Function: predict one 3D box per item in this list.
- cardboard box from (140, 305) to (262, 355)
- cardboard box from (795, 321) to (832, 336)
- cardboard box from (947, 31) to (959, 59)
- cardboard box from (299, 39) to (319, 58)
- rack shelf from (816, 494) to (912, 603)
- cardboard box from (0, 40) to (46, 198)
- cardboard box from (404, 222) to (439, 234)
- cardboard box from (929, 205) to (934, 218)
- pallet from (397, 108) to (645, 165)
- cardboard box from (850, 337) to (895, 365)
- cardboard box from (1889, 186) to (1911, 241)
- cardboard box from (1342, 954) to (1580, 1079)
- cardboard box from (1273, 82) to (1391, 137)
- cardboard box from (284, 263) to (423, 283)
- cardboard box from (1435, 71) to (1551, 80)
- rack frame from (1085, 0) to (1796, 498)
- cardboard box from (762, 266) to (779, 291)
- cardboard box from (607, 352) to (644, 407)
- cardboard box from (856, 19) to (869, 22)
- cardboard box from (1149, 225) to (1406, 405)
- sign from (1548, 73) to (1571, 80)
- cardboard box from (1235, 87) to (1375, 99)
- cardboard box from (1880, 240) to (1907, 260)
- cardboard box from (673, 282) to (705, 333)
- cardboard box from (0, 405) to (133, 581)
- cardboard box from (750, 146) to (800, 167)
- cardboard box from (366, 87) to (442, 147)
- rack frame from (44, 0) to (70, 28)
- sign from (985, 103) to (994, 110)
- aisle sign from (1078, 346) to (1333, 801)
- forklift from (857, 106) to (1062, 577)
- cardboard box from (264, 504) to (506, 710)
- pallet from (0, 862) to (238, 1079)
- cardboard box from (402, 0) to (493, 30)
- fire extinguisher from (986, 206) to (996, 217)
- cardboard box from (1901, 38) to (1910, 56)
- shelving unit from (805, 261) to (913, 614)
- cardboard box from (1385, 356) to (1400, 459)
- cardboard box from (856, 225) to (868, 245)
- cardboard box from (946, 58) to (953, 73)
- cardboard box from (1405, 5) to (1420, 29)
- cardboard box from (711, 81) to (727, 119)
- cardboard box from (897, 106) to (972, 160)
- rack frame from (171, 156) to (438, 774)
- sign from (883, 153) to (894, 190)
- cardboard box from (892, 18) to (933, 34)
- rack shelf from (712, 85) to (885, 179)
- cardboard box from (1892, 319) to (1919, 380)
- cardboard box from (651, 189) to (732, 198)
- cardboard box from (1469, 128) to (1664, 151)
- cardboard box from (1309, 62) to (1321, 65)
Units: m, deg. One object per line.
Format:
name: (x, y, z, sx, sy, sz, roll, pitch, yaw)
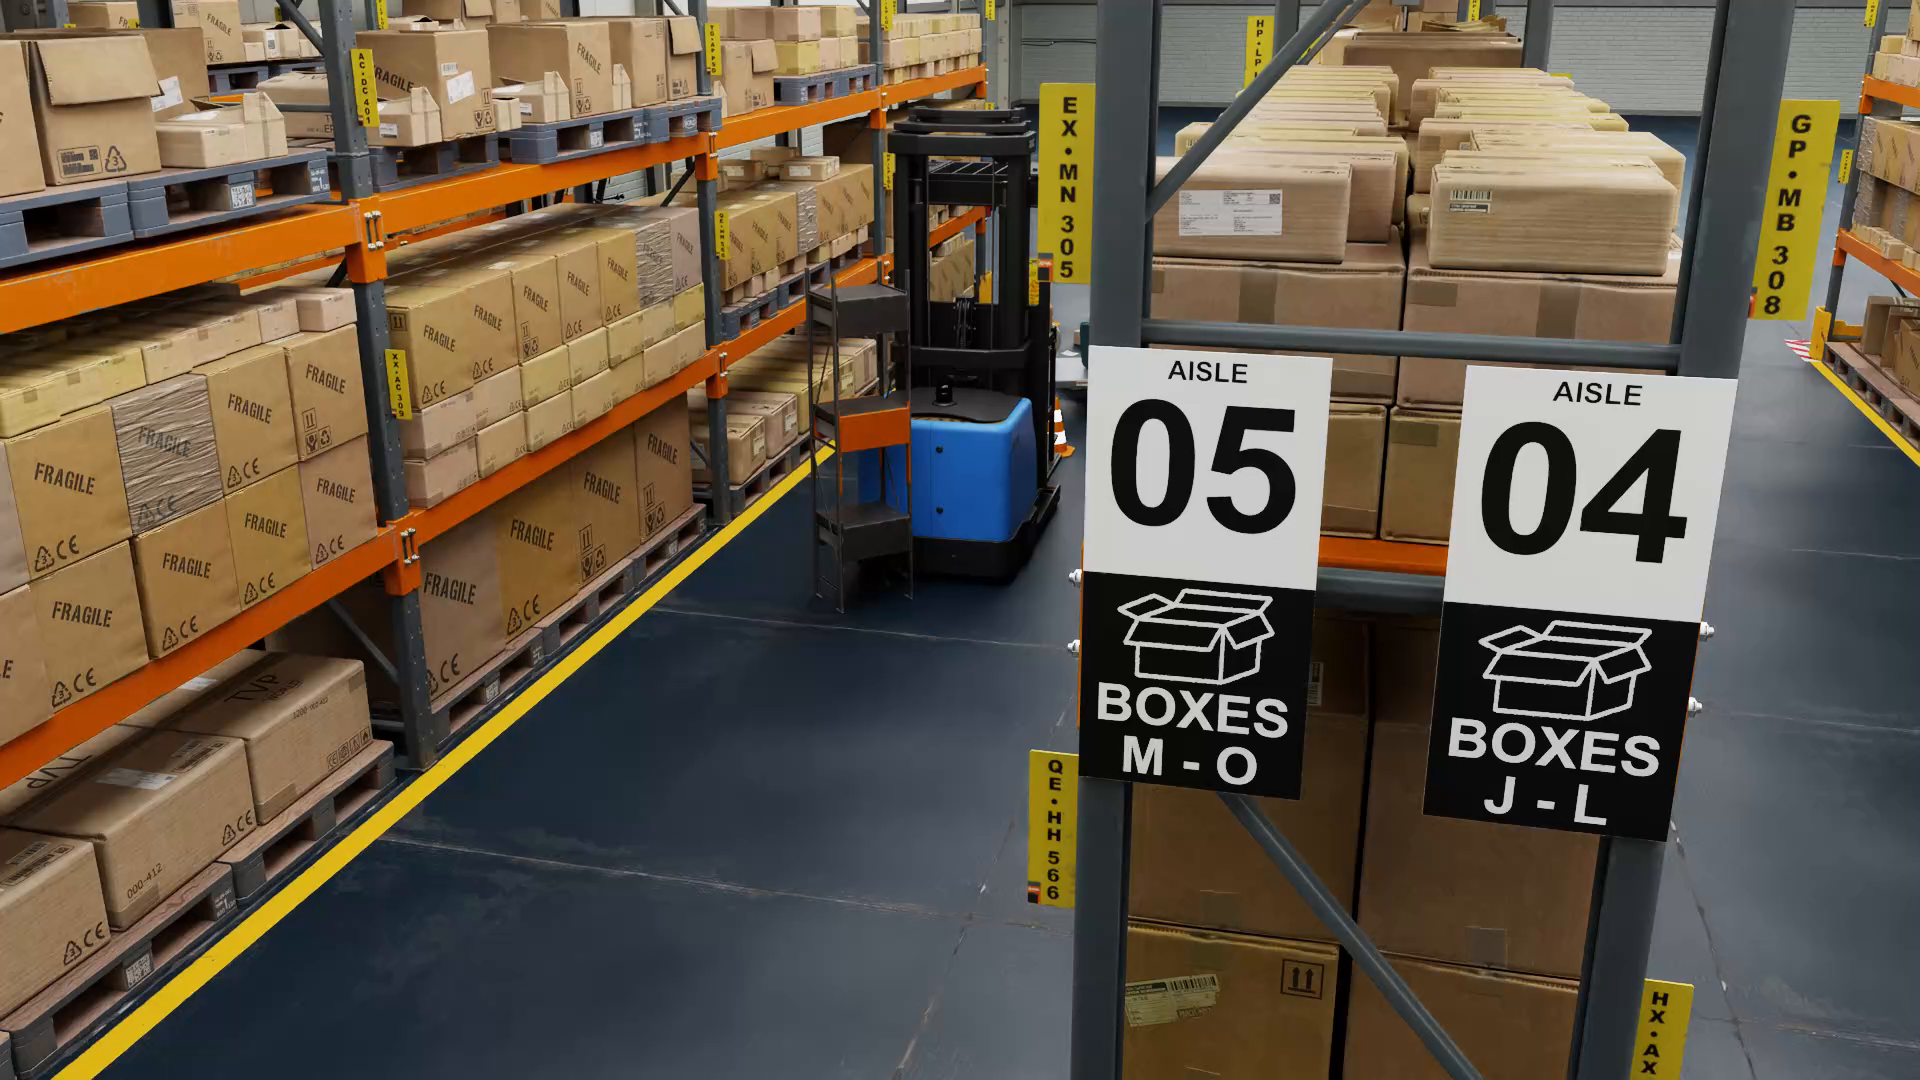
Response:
cardboard box: (-3.141, -0.869, 6.885, 0.380, 0.149, 0.250, 5, 19, 13)
cardboard box: (-1.296, -2.281, 16.169, 0.500, 0.500, 0.500, 4, 19, 13)
cardboard box: (-0.313, -5.063, 17.000, 0.500, 0.250, 0.500, 5, 20, 15)
cardboard box: (-5.968, -4.391, 14.845, 0.380, 0.149, 0.250, 5, 19, 13)
rack shelf: (-0.616, 0.048, 10.507, 0.480, 0.518, 0.431, -10, 21, -28)
cardboard box: (-3.474, -1.394, 5.527, 0.500, 0.500, 0.500, 5, 19, 14)
cardboard box: (-5.633, -3.378, 16.783, 0.500, 0.500, 0.500, 4, 19, 12)
cardboard box: (-0.567, -3.441, 16.507, 0.500, 0.500, 0.500, 4, 19, 13)
pallet: (-2.533, -2.341, 9.554, 1.003, 0.211, 1.213, 6, 20, 16)
cardboard box: (-0.774, -1.883, 16.164, 0.500, 0.250, 0.500, 4, 19, 11)
cardboard box: (9.076, -2.991, 15.190, 0.875, 0.500, 0.500, 5, 19, 13)
cardboard box: (1.090, 0.992, 3.529, 0.500, 0.500, 0.500, 6, 20, 16)
cardboard box: (1.128, -1.331, 5.143, 0.380, 0.149, 0.250, 4, 19, 12)
cardboard box: (-3.150, -1.157, 8.734, 0.500, 0.500, 0.500, 5, 19, 14)
cardboard box: (1.824, -1.526, 5.714, 0.380, 0.149, 0.250, 5, 20, 15)
rack frame: (0.713, -1.540, 2.275, 1.000, 3.000, 0.127, 5, 19, 13)
cardboard box: (-1.597, -1.988, 12.606, 0.380, 0.149, 0.250, 5, 19, 14)
cardboard box: (-2.277, -1.000, 10.207, 0.500, 0.250, 0.500, 4, 19, 13)
cardboard box: (-1.075, -4.944, 16.036, 0.380, 0.149, 0.250, 4, 19, 12)
cardboard box: (0.579, -0.451, 3.185, 0.500, 0.250, 0.500, 4, 19, 12)
sign: (2.218, -1.579, 6.229, 0.100, 0.325, 0.005, 5, 19, 13)
cardboard box: (1.016, -1.249, 4.904, 0.380, 0.149, 0.250, 6, 20, 16)
cardboard box: (8.646, -2.641, 15.168, 0.380, 0.149, 0.250, 5, 19, 13)
cardboard box: (-2.029, -1.562, 11.078, 0.500, 0.250, 0.500, 5, 19, 13)
cardboard box: (-3.360, -0.190, 5.901, 0.500, 0.500, 0.500, 5, 19, 14)
cardboard box: (-1.638, -3.396, 14.722, 0.380, 0.149, 0.250, 5, 19, 13)
cardboard box: (-2.673, -1.998, 7.815, 0.396, 0.266, 0.258, 4, 19, 13)
rack frame: (-6.971, -4.798, 11.812, 1.000, 3.000, 0.127, 5, 19, 13)
sign: (0.331, -4.723, 18.594, 0.100, 0.325, 0.005, 5, 19, 13)
aisle sign: (0.404, 0.068, 2.827, 0.394, 0.787, 0.004, 5, 19, 13)
forklift: (0.135, -1.586, 11.796, 1.130, 2.935, 3.031, 4, 19, 12)
cardboard box: (-3.061, 0.292, 8.830, 0.875, 0.875, 0.875, 5, 20, 15)
pallet: (-3.692, 1.621, 6.615, 1.003, 0.211, 1.213, 5, 19, 13)
cardboard box: (-5.416, -5.529, 17.630, 0.797, 0.503, 0.637, 5, 20, 15)
fire extinguisher: (0.272, -4.038, 18.990, 0.296, 0.674, 0.183, 5, 19, 13)
cardboard box: (8.880, -4.520, 15.254, 0.380, 0.149, 0.250, 5, 20, 16)
shelving unit: (-0.616, -0.627, 10.276, 0.503, 2.100, 0.431, -10, 21, -28)
cardboard box: (1.203, -0.335, 3.619, 0.500, 0.250, 0.500, 5, 20, 15)
cardboard box: (-1.038, -2.719, 14.745, 0.380, 0.149, 0.250, 5, 19, 14)
cardboard box: (-0.287, -4.925, 17.214, 0.380, 0.149, 0.250, 5, 19, 13)
cardboard box: (4.773, -5.276, 16.821, 0.500, 0.250, 0.500, 5, 19, 14)
cardboard box: (-1.853, -3.089, 11.659, 0.396, 0.266, 0.258, 5, 19, 13)
cardboard box: (-0.272, -4.233, 17.279, 0.700, 0.500, 0.500, 4, 19, 13)
rack frame: (-3.135, -0.314, 7.967, 1.000, 3.000, 0.127, 5, 19, 13)
sign: (-0.641, -3.327, 14.996, 0.100, 0.325, 0.005, 5, 19, 13)
cardboard box: (-0.487, -5.067, 16.395, 0.380, 0.149, 0.250, 5, 20, 14)
rack shelf: (-1.669, -3.274, 13.105, 1.077, 0.370, 4.000, 5, 19, 13)
cardboard box: (8.954, -1.730, 15.328, 0.500, 0.500, 0.500, 7, 20, 18)
cardboard box: (-2.078, -2.441, 12.928, 0.500, 0.500, 0.500, 3, 19, 10)
cardboard box: (1.290, -0.793, 3.568, 0.380, 0.149, 0.250, 5, 19, 14)
cardboard box: (2.155, -2.360, 9.162, 0.500, 0.500, 0.500, 5, 19, 13)
